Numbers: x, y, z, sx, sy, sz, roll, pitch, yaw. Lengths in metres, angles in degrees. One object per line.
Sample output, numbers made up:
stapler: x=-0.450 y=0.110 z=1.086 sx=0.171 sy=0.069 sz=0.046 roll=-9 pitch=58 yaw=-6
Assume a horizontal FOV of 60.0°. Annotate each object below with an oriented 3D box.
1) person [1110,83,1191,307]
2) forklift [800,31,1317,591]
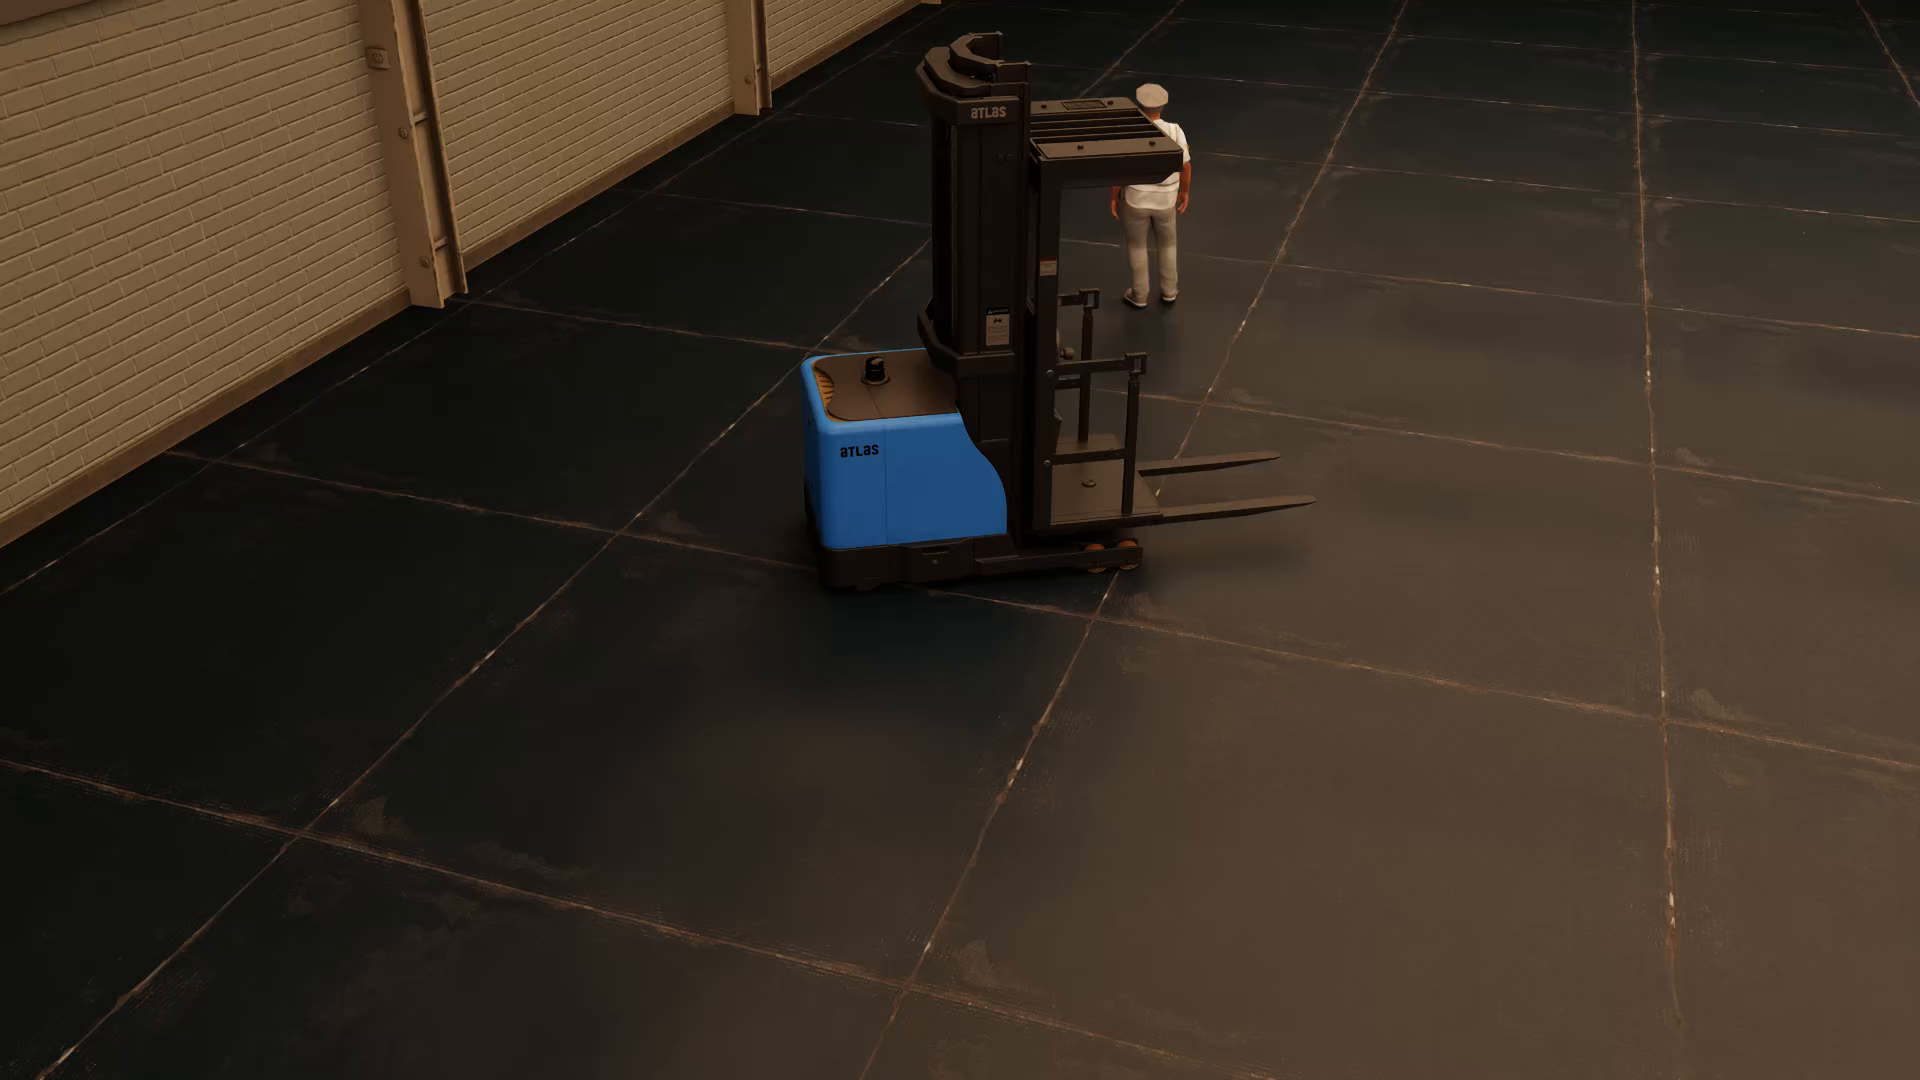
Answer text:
person: x=1.478 y=-2.702 z=13.021 sx=0.639 sy=1.781 sz=0.575 roll=-2 pitch=30 yaw=-3
forklift: x=0.612 y=-1.333 z=9.475 sx=3.031 sy=2.935 sz=1.130 roll=-6 pitch=30 yaw=-10
